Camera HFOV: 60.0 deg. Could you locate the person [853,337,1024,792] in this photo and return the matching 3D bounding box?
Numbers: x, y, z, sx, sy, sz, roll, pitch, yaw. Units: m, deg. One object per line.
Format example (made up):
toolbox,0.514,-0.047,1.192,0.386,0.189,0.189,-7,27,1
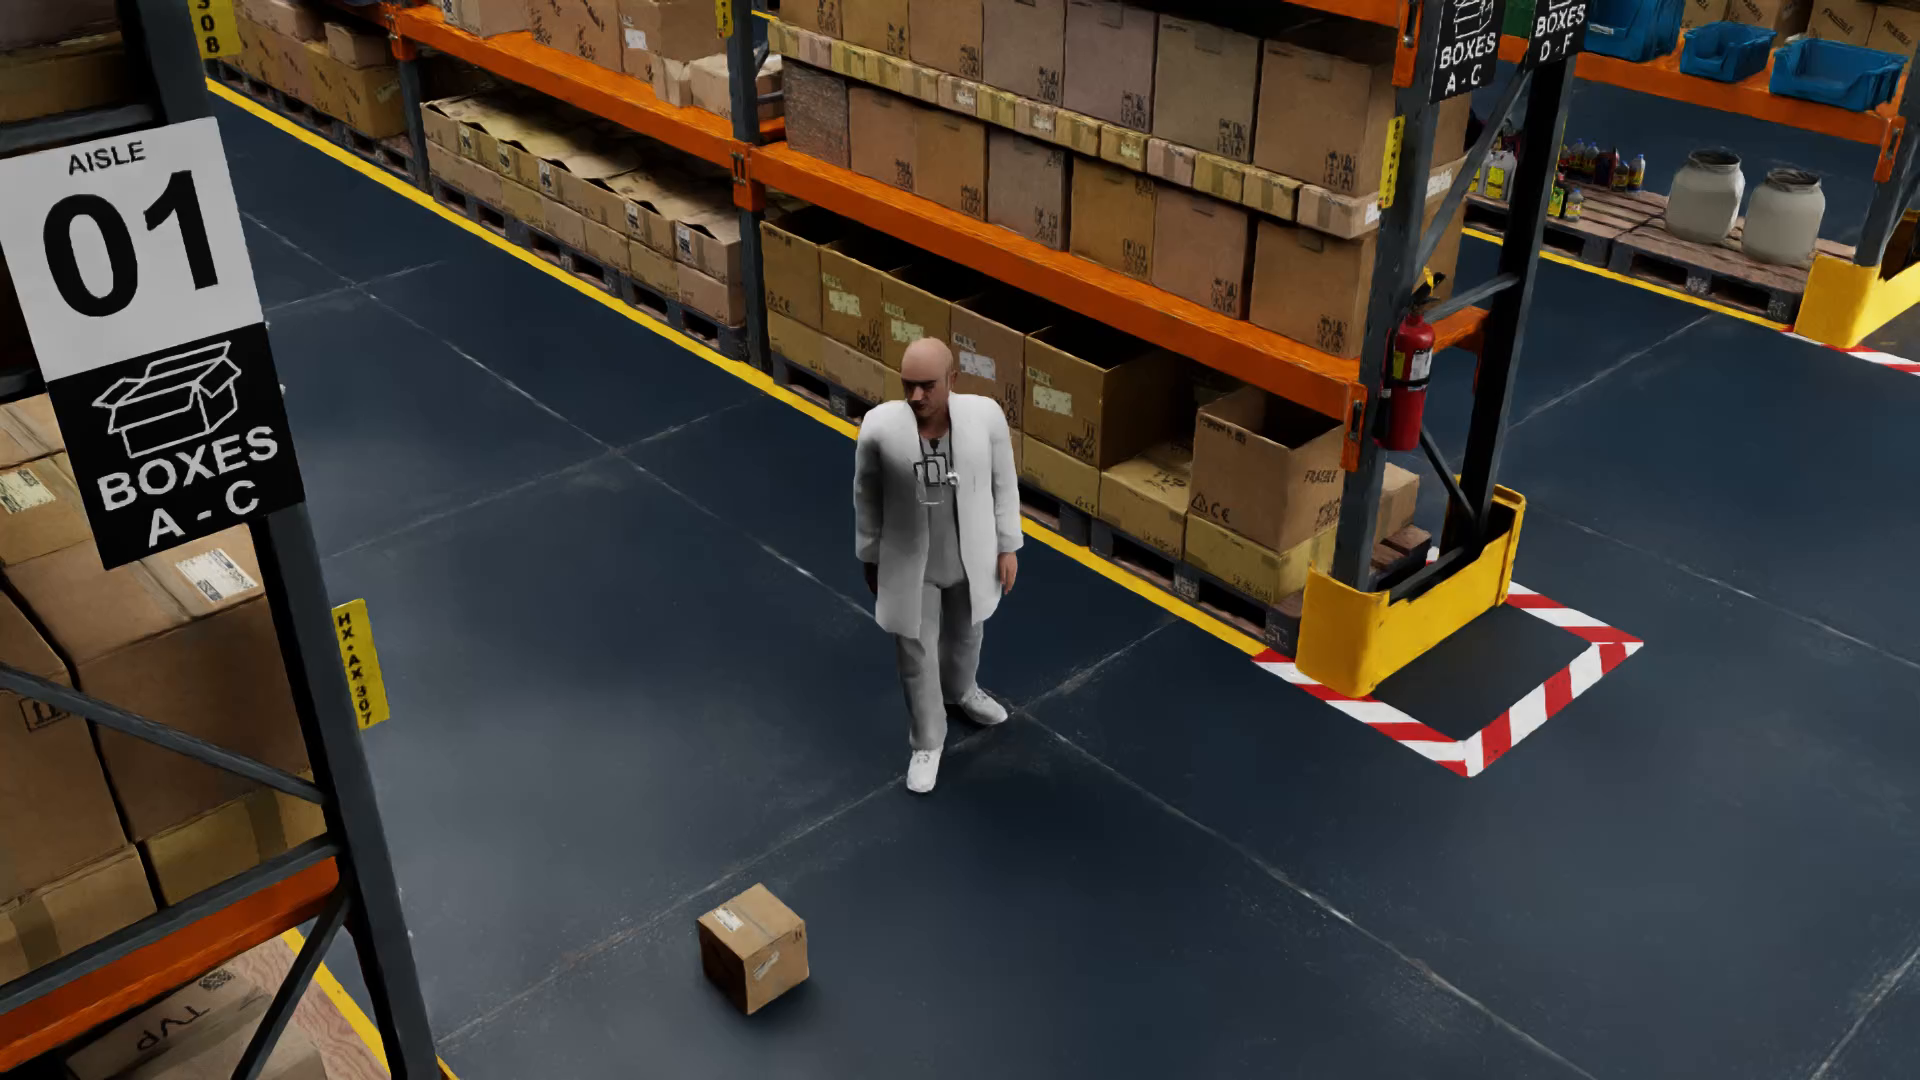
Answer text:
person,-0.077,0.042,6.082,0.607,1.769,0.639,-5,32,-8
